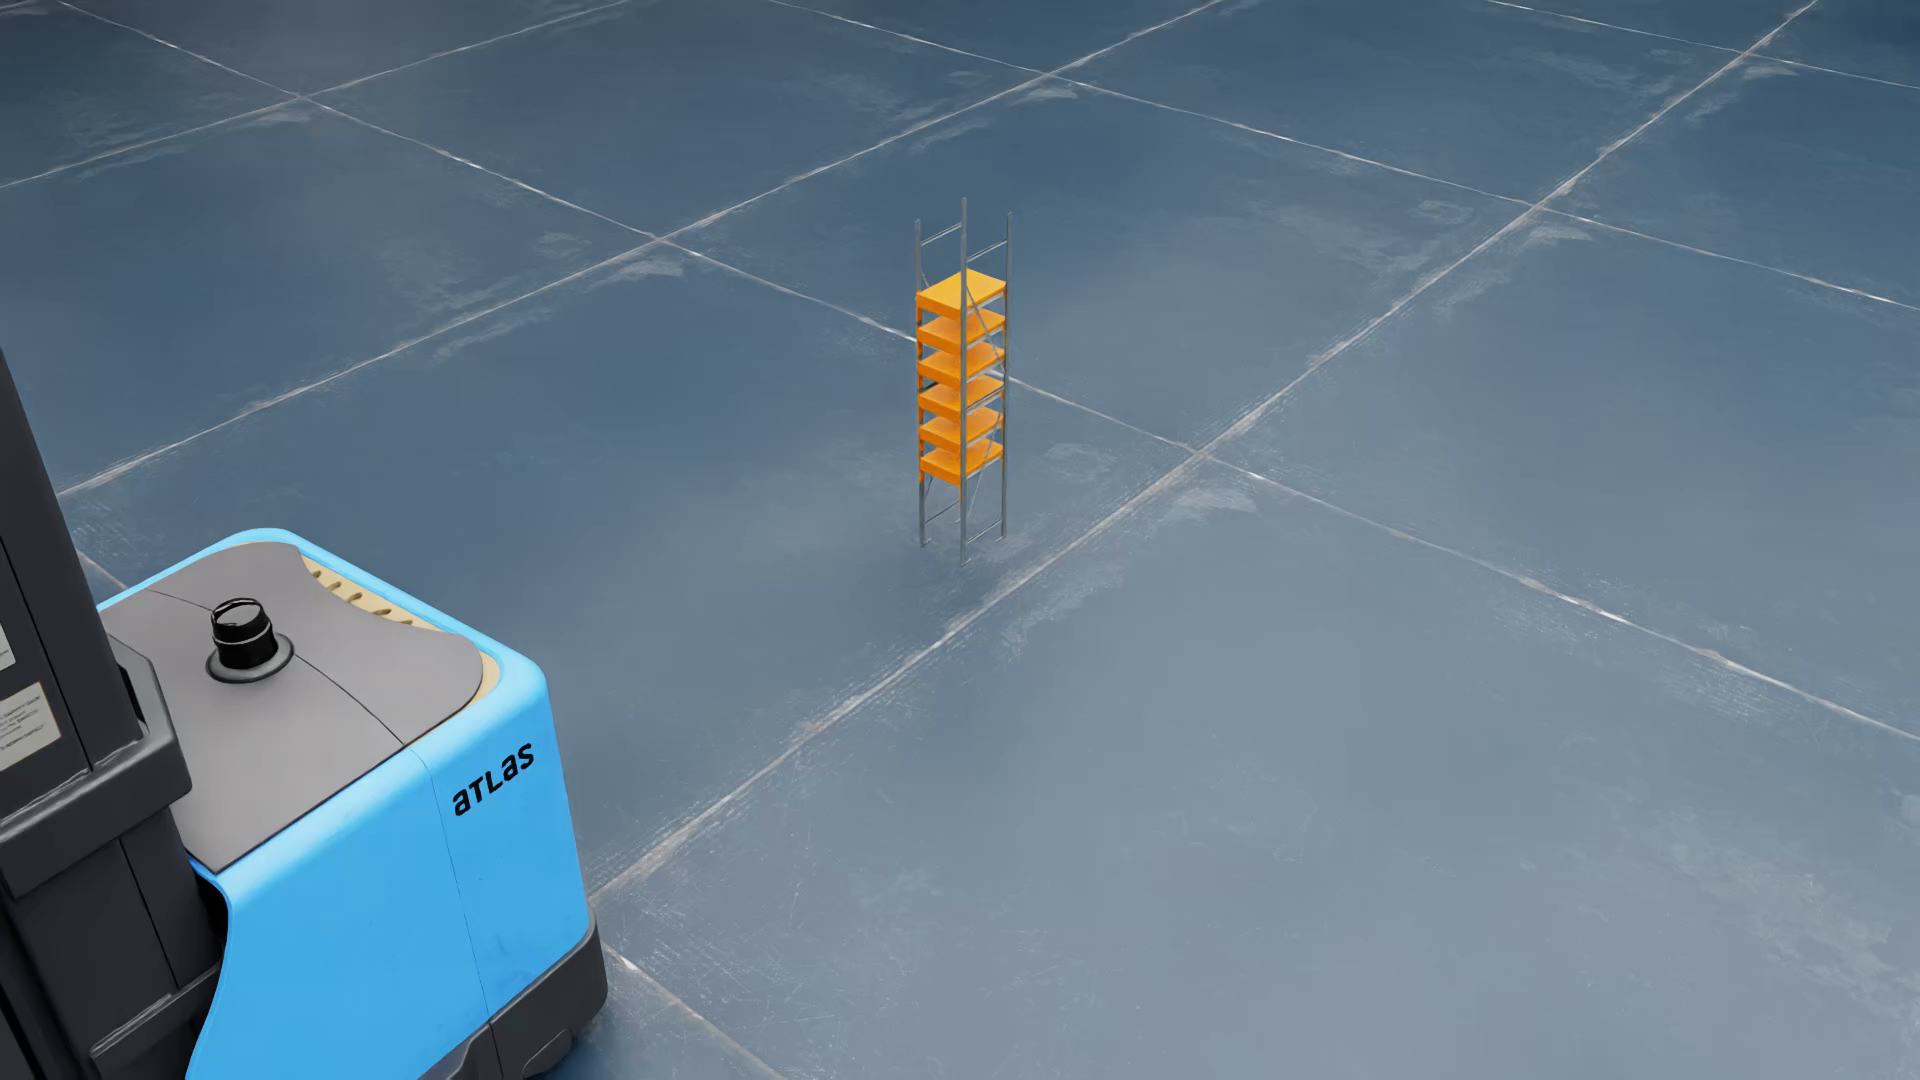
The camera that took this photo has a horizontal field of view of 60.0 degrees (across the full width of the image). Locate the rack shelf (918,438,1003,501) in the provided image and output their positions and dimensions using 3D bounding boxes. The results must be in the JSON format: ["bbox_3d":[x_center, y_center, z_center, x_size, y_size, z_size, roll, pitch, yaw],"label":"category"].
[{"bbox_3d":[0.011,-0.255,5.564,0.180,0.103,0.258,25,42,32],"label":"rack shelf"}]

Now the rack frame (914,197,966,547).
[{"bbox_3d":[-0.059,-0.523,5.451,0.006,1.200,0.240,25,42,32],"label":"rack frame"}]

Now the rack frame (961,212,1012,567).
[{"bbox_3d":[0.081,-0.456,5.354,0.006,1.200,0.240,25,42,32],"label":"rack frame"}]

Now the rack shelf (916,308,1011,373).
[{"bbox_3d":[0.011,-0.651,5.292,0.180,0.103,0.258,25,42,32],"label":"rack shelf"}]

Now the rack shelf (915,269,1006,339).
[{"bbox_3d":[0.011,-0.749,5.224,0.180,0.103,0.258,25,42,32],"label":"rack shelf"}]

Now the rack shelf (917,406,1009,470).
[{"bbox_3d":[0.011,-0.354,5.496,0.180,0.103,0.258,25,42,32],"label":"rack shelf"}]

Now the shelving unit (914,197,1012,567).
[{"bbox_3d":[0.011,-0.489,5.403,0.189,1.200,0.258,25,42,32],"label":"shelving unit"}]

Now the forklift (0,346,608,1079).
[{"bbox_3d":[-2.120,0.460,2.491,1.130,2.935,3.031,22,40,29],"label":"forklift"}]

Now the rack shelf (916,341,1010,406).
[{"bbox_3d":[0.011,-0.552,5.360,0.180,0.103,0.258,25,42,32],"label":"rack shelf"}]

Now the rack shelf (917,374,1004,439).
[{"bbox_3d":[0.011,-0.453,5.428,0.180,0.103,0.258,25,42,32],"label":"rack shelf"}]
